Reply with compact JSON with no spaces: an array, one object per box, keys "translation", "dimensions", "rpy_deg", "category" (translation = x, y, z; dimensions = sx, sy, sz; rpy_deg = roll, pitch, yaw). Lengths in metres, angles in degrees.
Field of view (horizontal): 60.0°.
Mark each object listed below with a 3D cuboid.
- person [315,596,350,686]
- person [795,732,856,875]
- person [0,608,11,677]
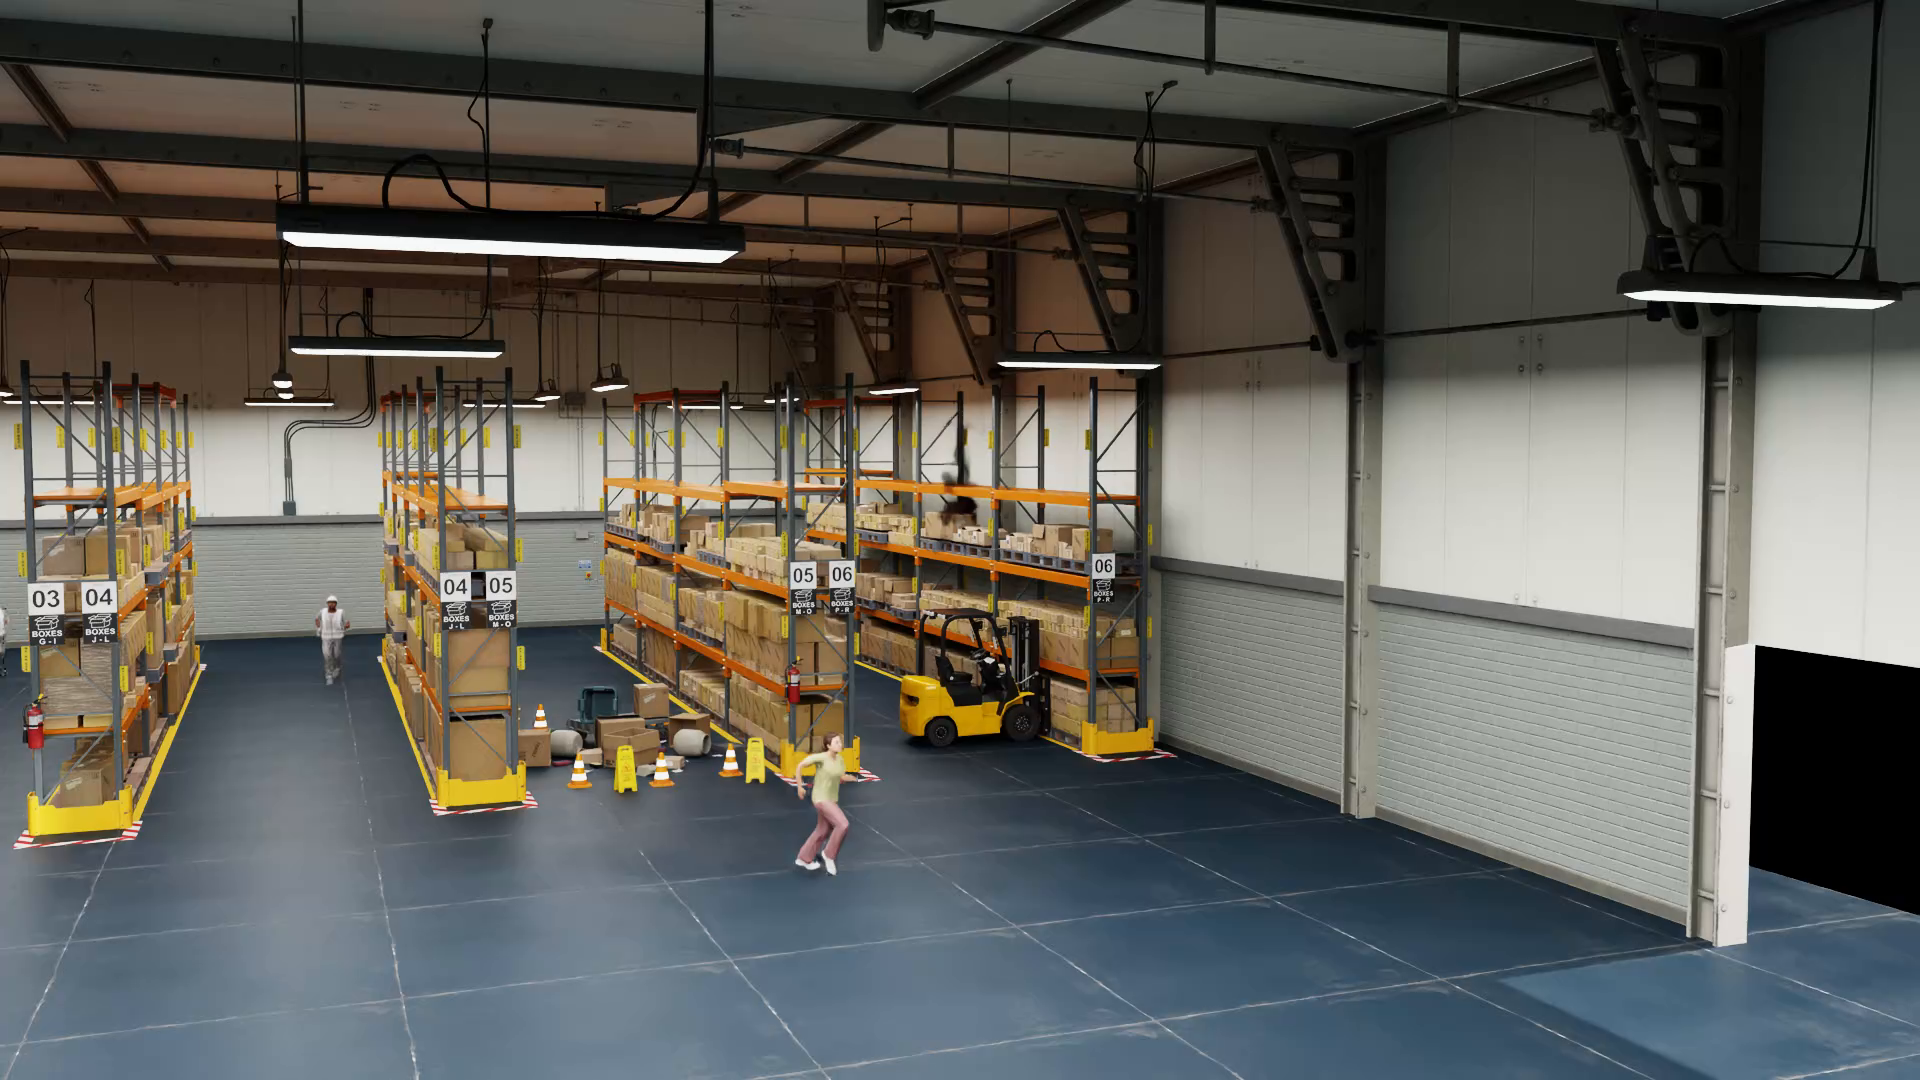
[{"translation":[-12.910,2.039,34.225],"dimensions":[0.681,1.794,0.990],"rpy_deg":[-1,4,-18],"category":"person"},{"translation":[-1.551,3.015,19.093],"dimensions":[0.773,1.638,0.605],"rpy_deg":[2,4,30],"category":"person"},{"translation":[-20.384,2.021,35.049],"dimensions":[0.663,1.771,0.766],"rpy_deg":[2,4,27],"category":"person"}]
